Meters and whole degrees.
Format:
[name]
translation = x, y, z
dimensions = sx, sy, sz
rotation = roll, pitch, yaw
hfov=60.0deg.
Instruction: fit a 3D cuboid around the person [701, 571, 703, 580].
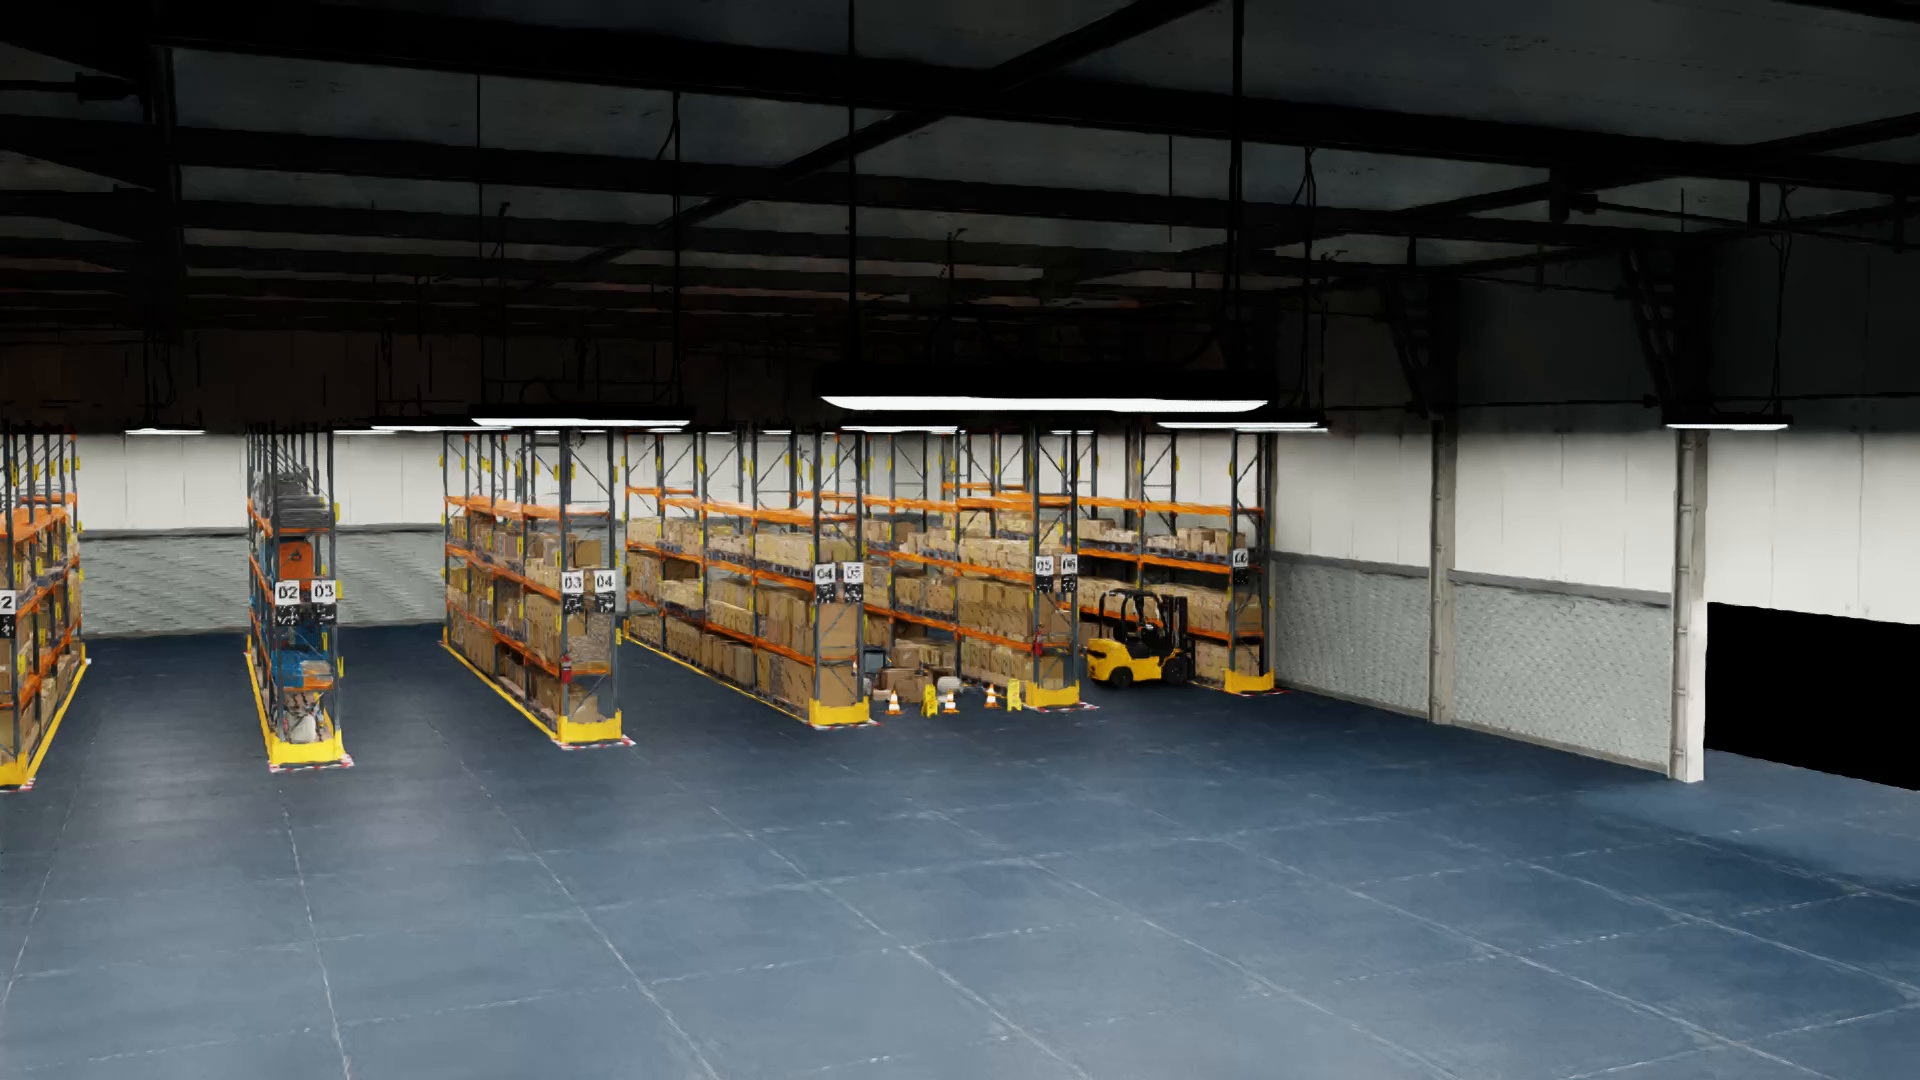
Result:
[person]
translation = -7.699, 1.757, 49.274
dimensions = 0.671, 1.774, 0.700
rotation = -4, 5, -45
